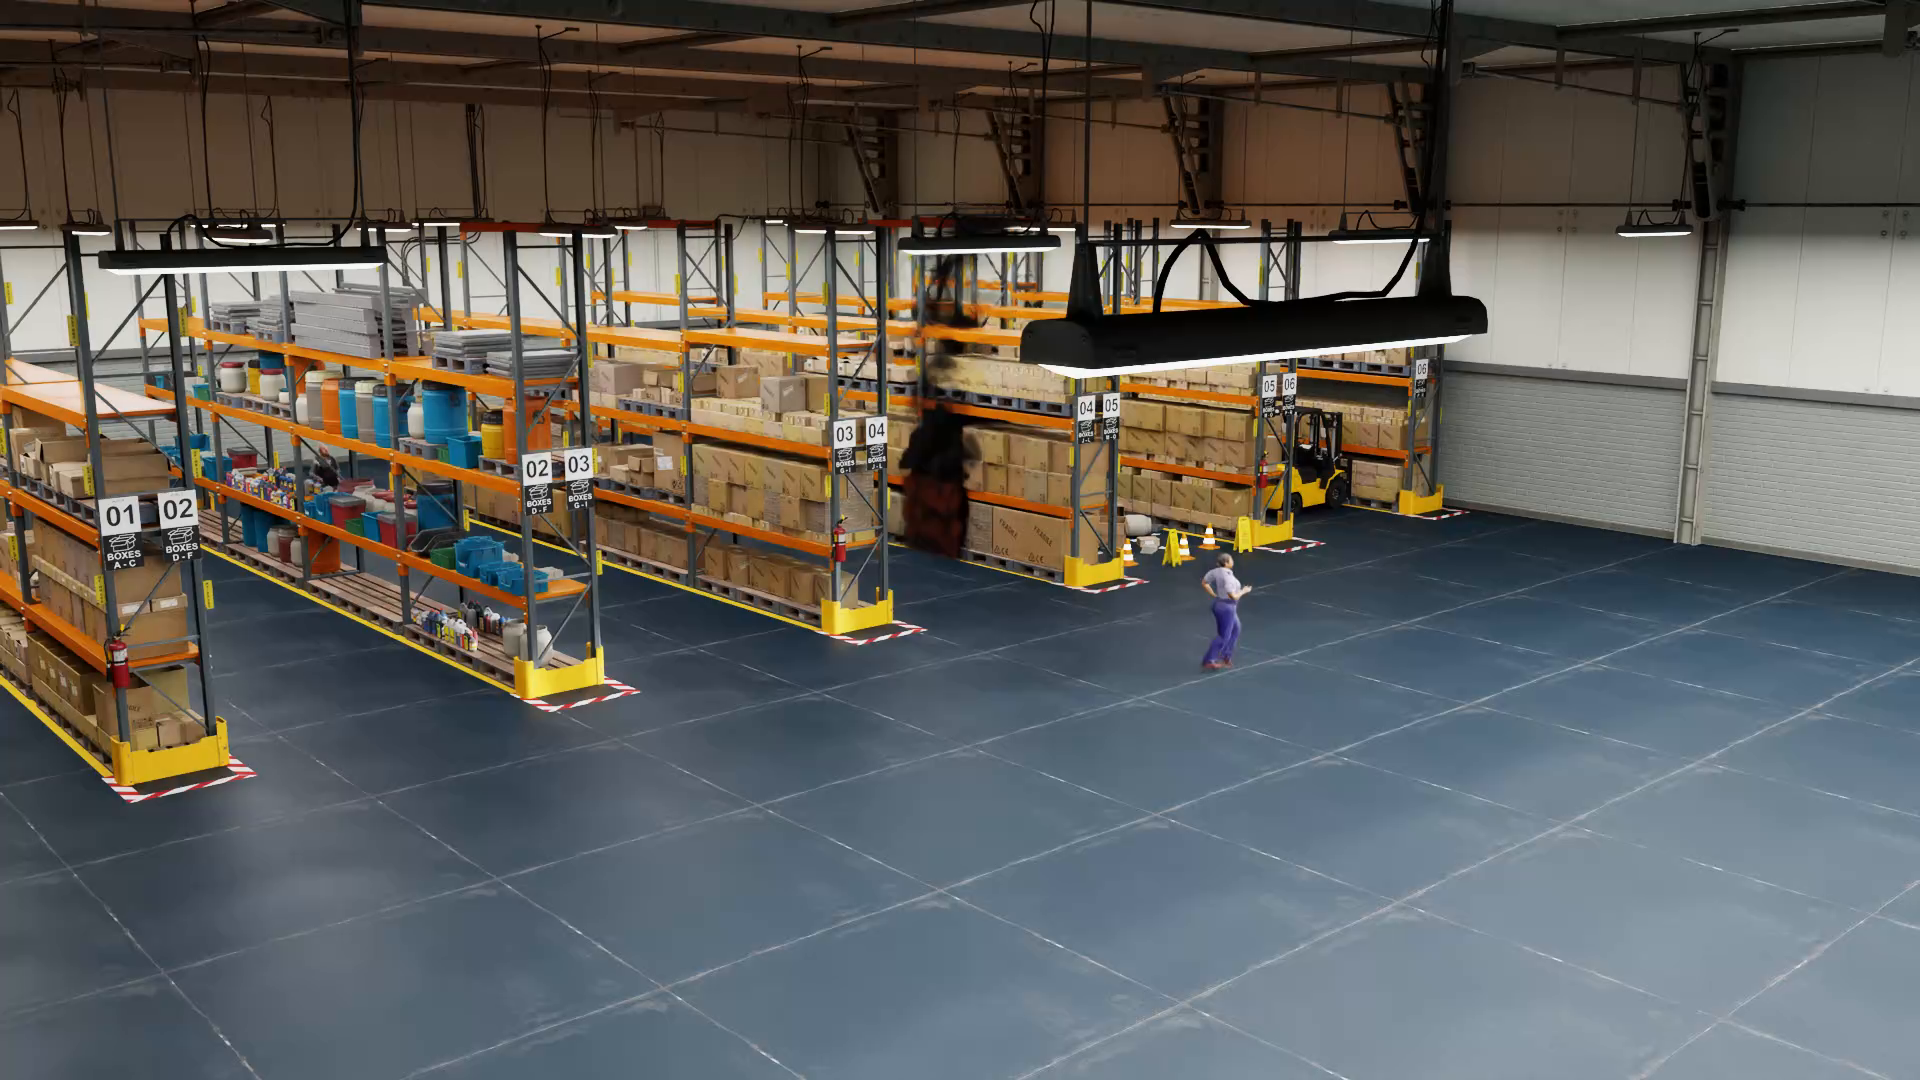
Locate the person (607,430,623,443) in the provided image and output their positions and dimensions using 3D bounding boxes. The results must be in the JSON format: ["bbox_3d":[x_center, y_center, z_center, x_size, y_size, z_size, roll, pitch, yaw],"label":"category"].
[{"bbox_3d":[-8.492,-2.735,41.336,0.584,1.605,0.703,11,16,42],"label":"person"}]

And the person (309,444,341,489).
[{"bbox_3d":[-12.507,-1.060,32.881,0.609,1.672,0.657,11,16,42],"label":"person"}]

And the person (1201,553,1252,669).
[{"bbox_3d":[3.646,1.001,22.816,0.680,1.695,0.561,-2,12,-9],"label":"person"}]
